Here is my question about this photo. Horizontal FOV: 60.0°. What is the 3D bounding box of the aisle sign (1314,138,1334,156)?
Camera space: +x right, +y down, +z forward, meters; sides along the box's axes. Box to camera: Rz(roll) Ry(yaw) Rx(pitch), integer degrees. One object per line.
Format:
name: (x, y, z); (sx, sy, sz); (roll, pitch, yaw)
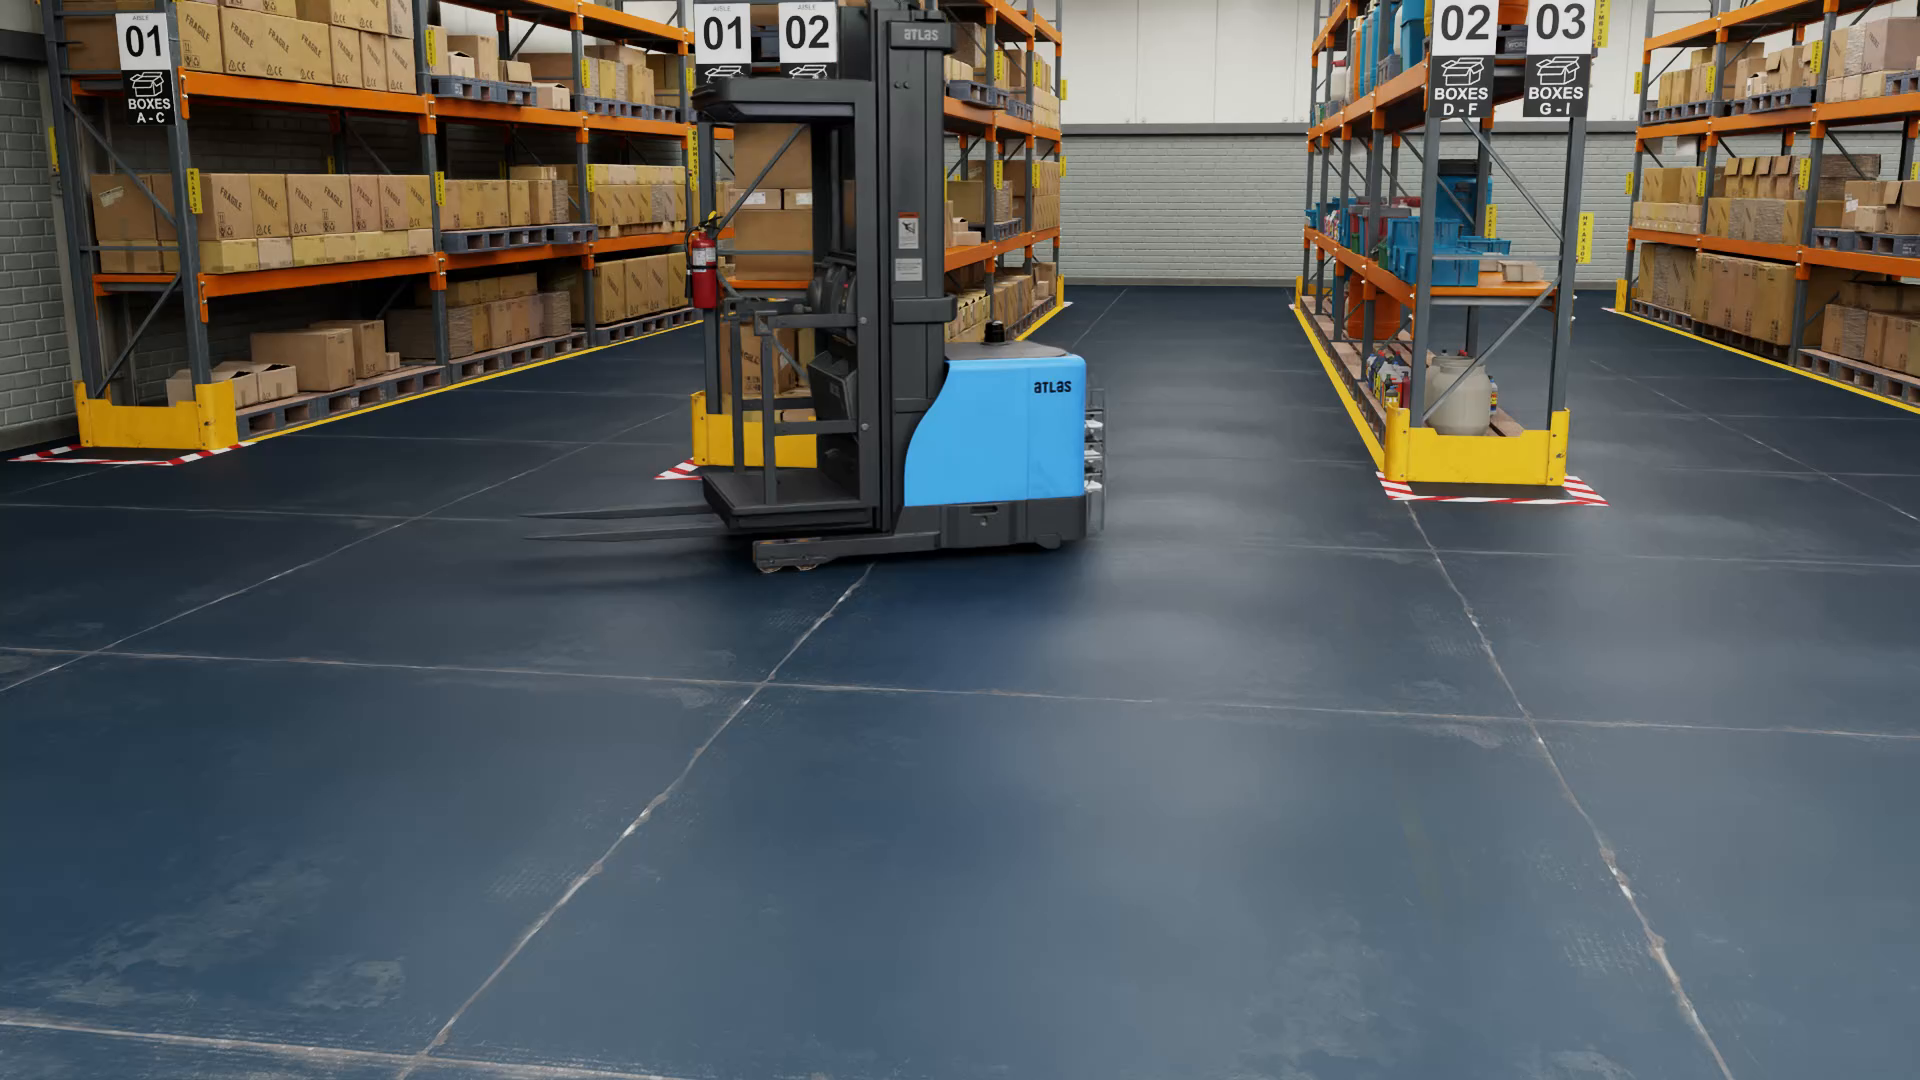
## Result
aisle sign: (5.737, -6.495, 26.340); (0.394, 0.787, 0.004); (2, 12, 9)

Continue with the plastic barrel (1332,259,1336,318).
plastic barrel: (5.304, -3.434, 22.290); (0.600, 0.901, 0.708); (2, 12, 9)

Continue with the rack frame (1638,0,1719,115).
rack frame: (10.913, -7.972, 25.123); (1.000, 3.000, 0.127); (2, 12, 9)

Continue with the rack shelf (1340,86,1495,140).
rack shelf: (4.481, -4.232, 16.600); (1.077, 0.370, 4.000); (2, 12, 9)

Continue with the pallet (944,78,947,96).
pallet: (-0.597, -4.420, 16.215); (0.805, 0.209, 1.217); (1, 12, 6)

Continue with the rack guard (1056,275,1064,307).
rack guard: (1.114, -4.123, 27.438); (1.175, 0.500, 0.348); (2, 12, 9)

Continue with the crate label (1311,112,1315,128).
crate label: (5.558, -6.411, 25.357); (0.408, 0.251, 0.502); (2, 12, 9)

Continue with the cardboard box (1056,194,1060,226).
cardboard box: (1.325, -5.308, 26.764); (0.500, 0.500, 0.500); (2, 12, 10)

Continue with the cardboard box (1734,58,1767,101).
cardboard box: (10.219, -5.806, 20.959); (0.700, 0.500, 0.500); (2, 12, 10)

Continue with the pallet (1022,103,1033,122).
pallet: (0.341, -5.769, 22.469); (1.213, 0.211, 1.003); (2, 12, 9)

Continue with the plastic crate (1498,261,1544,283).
plastic crate: (4.014, -1.916, 11.889); (0.298, 0.136, 0.250); (2, 12, 9)

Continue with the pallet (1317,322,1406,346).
pallet: (5.059, -2.590, 21.009); (1.003, 0.211, 1.213); (2, 12, 9)

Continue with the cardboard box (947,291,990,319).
cardboard box: (0.058, -2.714, 19.164); (0.500, 0.311, 0.500); (2, 12, 10)

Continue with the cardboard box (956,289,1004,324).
cardboard box: (0.247, -2.774, 20.134); (0.500, 0.500, 0.500); (2, 12, 11)

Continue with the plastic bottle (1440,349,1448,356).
plastic bottle: (4.217, -1.483, 14.497); (0.144, 0.351, 0.185); (2, 12, 9)

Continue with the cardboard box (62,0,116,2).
cardboard box: (-6.423, -4.302, 12.556); (0.500, 0.500, 0.500); (2, 12, 11)

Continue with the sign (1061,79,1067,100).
sign: (1.671, -7.238, 26.736); (0.100, 0.325, 0.005); (2, 12, 9)

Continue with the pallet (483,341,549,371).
pallet: (-5.312, -2.076, 18.626); (1.003, 0.211, 1.213); (2, 12, 9)

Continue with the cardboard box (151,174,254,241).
cardboard box: (-5.860, -2.582, 12.885); (0.500, 0.500, 0.500); (2, 12, 9)

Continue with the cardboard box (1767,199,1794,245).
cardboard box: (9.596, -3.637, 19.012); (0.500, 0.500, 0.500); (2, 12, 8)

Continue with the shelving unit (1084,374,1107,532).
shelving unit: (0.698, -0.502, 9.688); (0.258, 0.900, 0.210); (-4, 13, -18)

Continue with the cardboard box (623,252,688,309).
cardboard box: (-4.357, -3.703, 23.660); (0.750, 0.750, 0.750); (2, 12, 9)

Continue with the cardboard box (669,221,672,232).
cardboard box: (-4.257, -4.389, 23.290); (0.380, 0.149, 0.250); (2, 12, 10)

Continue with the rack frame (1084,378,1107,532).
rack frame: (0.729, -0.482, 9.593); (0.240, 0.900, 0.006); (-4, 13, -18)

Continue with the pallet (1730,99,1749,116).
pallet: (10.206, -5.387, 20.702); (0.805, 0.209, 1.217); (1, 12, 6)

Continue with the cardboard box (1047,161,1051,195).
cardboard box: (1.098, -5.477, 25.175); (0.500, 0.500, 0.500); (2, 12, 10)

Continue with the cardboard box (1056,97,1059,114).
cardboard box: (1.298, -6.883, 26.361); (0.500, 0.250, 0.500); (2, 12, 9)

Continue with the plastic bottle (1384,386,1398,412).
plastic bottle: (3.408, -1.112, 13.133); (0.097, 0.201, 0.097); (0, 12, 0)

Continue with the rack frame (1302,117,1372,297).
rack frame: (6.019, -5.199, 26.500); (1.000, 3.000, 0.127); (2, 12, 9)

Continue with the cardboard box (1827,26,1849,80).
cardboard box: (9.356, -5.044, 17.233); (0.500, 0.500, 0.500); (2, 12, 9)

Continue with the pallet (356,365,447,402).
pallet: (-5.684, -1.518, 16.038); (1.003, 0.211, 1.213); (2, 12, 9)

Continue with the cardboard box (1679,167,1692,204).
cardboard box: (10.186, -4.853, 22.764); (0.500, 0.500, 0.500); (2, 12, 9)

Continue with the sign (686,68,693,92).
sign: (-3.847, -6.545, 23.650); (0.100, 0.325, 0.005); (2, 12, 9)

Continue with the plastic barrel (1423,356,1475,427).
plastic barrel: (3.661, -1.102, 12.394); (0.421, 0.512, 0.421); (0, 12, 0)

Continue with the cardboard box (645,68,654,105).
cardboard box: (-4.629, -6.238, 22.919); (0.700, 0.500, 0.500); (1, 12, 6)

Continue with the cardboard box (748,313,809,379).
cardboard box: (-1.408, -1.588, 13.490); (0.500, 0.500, 0.500); (2, 12, 9)

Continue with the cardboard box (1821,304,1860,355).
cardboard box: (9.600, -2.227, 17.594); (0.700, 0.500, 0.500); (1, 12, 6)

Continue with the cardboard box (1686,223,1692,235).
cardboard box: (10.061, -4.211, 22.511); (0.380, 0.149, 0.250); (2, 12, 10)

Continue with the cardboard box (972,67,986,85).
cardboard box: (-0.071, -5.303, 19.620); (0.910, 0.500, 0.500); (2, 12, 9)

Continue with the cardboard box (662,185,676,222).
cardboard box: (-4.276, -4.681, 23.103); (0.500, 0.500, 0.500); (2, 12, 9)

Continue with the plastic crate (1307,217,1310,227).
plastic crate: (5.421, -4.854, 25.379); (0.250, 0.136, 0.298); (2, 12, 9)

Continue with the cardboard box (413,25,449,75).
cardboard box: (-5.452, -4.854, 16.543); (0.500, 0.500, 0.500); (4, 13, 17)

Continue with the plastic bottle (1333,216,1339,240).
plastic bottle: (4.605, -3.813, 20.343); (0.061, 0.283, 0.133); (2, 12, 9)

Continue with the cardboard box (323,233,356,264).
cardboard box: (-5.612, -2.537, 14.454); (0.500, 0.250, 0.500); (2, 12, 9)

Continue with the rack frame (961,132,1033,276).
rack frame: (0.510, -4.528, 23.384); (1.000, 3.000, 0.127); (2, 12, 9)

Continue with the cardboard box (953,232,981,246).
cardboard box: (0.030, -3.376, 18.637); (0.380, 0.149, 0.250); (2, 12, 9)

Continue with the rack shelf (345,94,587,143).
rack shelf: (-5.308, -4.553, 18.090); (1.077, 0.370, 4.000); (2, 12, 9)

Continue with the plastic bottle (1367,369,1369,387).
plastic bottle: (3.660, -1.454, 14.719); (0.097, 0.201, 0.097); (0, 12, 0)

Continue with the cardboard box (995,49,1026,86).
cardboard box: (0.547, -6.635, 23.428); (0.700, 0.500, 0.500); (2, 12, 9)

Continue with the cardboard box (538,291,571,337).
cardboard box: (-5.059, -2.697, 19.775); (0.700, 0.500, 0.500); (2, 12, 9)

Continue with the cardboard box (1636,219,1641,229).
cardboard box: (10.495, -4.800, 25.240); (0.380, 0.149, 0.250); (2, 12, 8)

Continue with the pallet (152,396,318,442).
pallet: (-6.059, -1.010, 13.681); (1.003, 0.211, 1.213); (2, 12, 9)

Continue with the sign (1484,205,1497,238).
sign: (4.716, -2.817, 14.786); (0.100, 0.325, 0.005); (2, 12, 9)

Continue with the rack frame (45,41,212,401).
rack frame: (-6.231, -2.190, 12.534); (1.000, 3.000, 0.127); (2, 12, 9)

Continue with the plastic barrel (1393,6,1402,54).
plastic barrel: (3.913, -4.344, 14.150); (0.421, 0.512, 0.421); (0, 12, 0)

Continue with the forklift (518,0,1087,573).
forklift: (-0.875, -1.384, 8.956); (3.031, 2.935, 1.130); (-4, 13, -16)

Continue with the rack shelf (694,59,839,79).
rack shelf: (-1.028, -3.561, 13.485); (1.077, 0.370, 4.000); (2, 12, 9)
